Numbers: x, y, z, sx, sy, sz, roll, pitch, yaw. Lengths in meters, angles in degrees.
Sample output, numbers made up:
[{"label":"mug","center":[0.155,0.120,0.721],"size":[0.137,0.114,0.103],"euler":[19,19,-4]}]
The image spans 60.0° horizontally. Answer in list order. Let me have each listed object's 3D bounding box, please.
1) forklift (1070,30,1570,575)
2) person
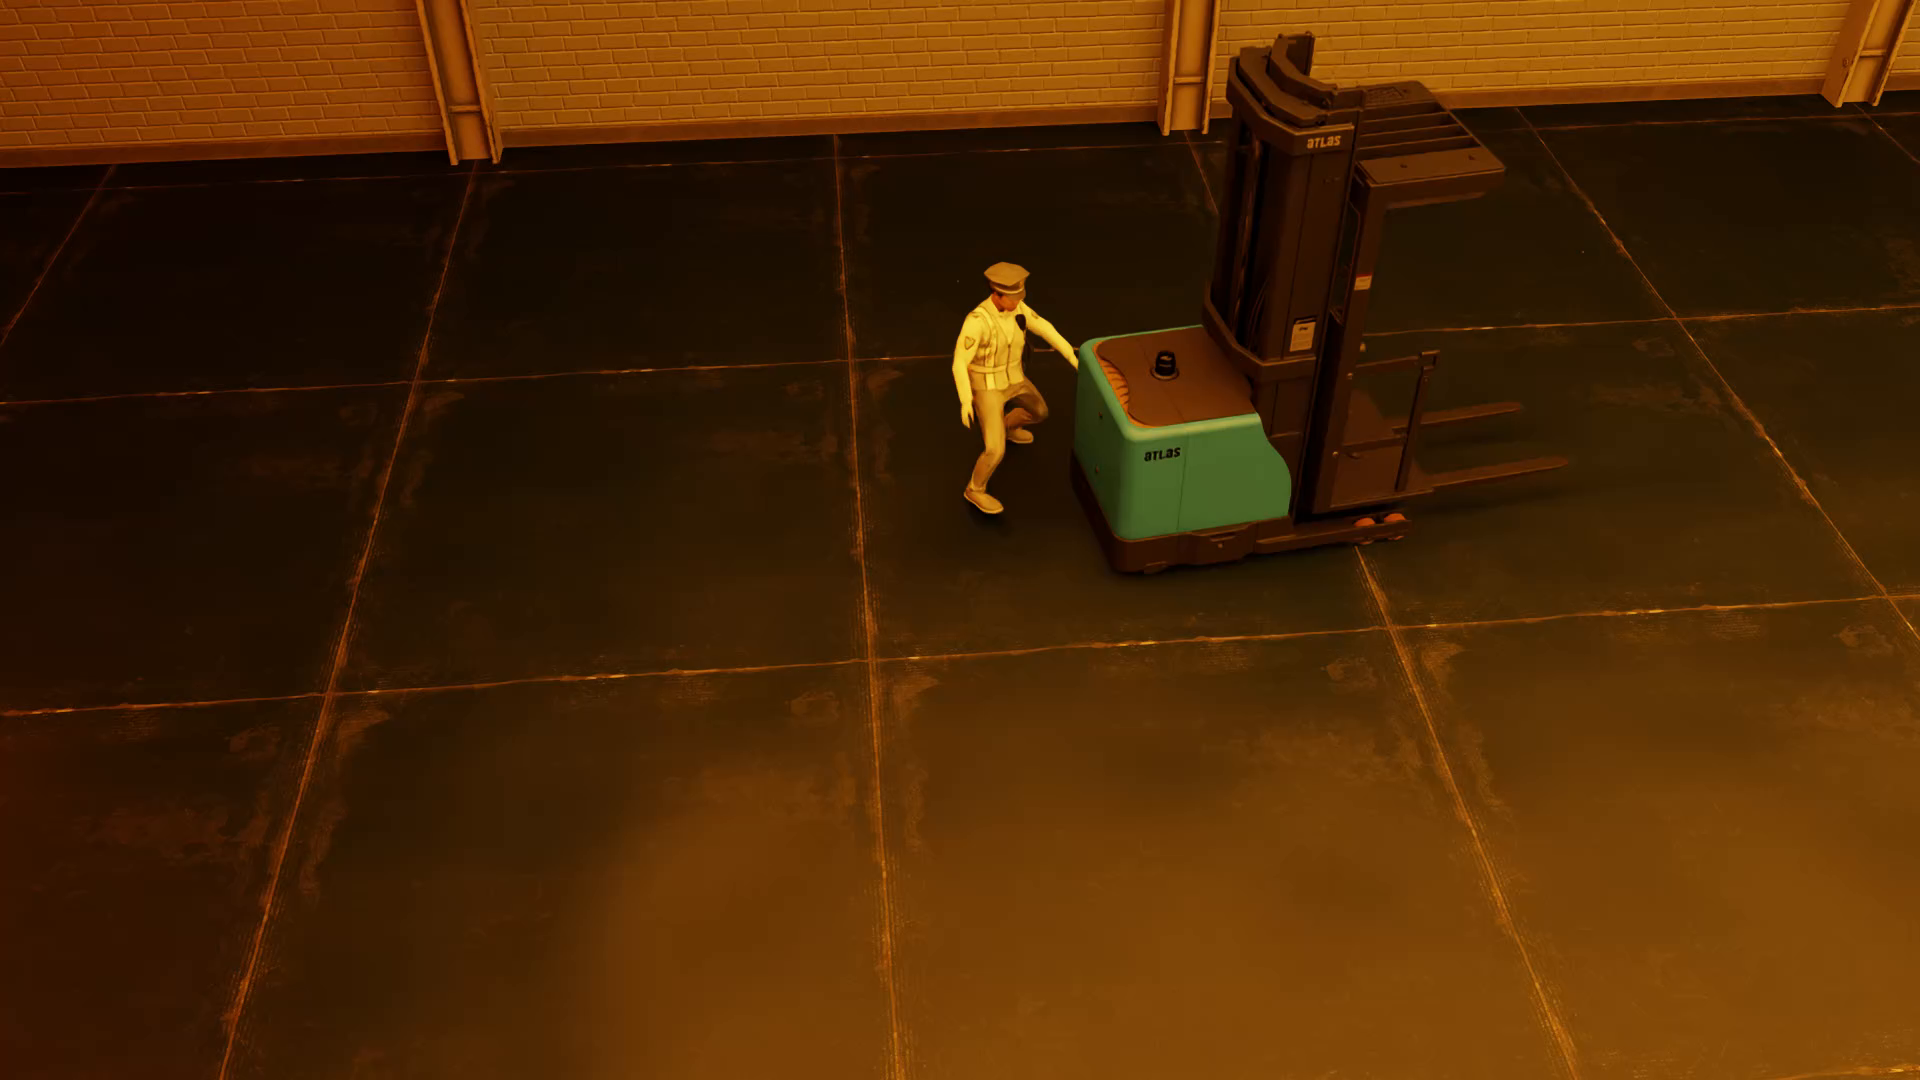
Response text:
[{"label":"forklift","center":[2.271,-1.412,9.588],"size":[3.031,2.935,1.130],"euler":[-9,41,-10]},{"label":"person","center":[0.292,-1.002,10.194],"size":[0.881,1.506,0.688],"euler":[-28,48,-29]}]
